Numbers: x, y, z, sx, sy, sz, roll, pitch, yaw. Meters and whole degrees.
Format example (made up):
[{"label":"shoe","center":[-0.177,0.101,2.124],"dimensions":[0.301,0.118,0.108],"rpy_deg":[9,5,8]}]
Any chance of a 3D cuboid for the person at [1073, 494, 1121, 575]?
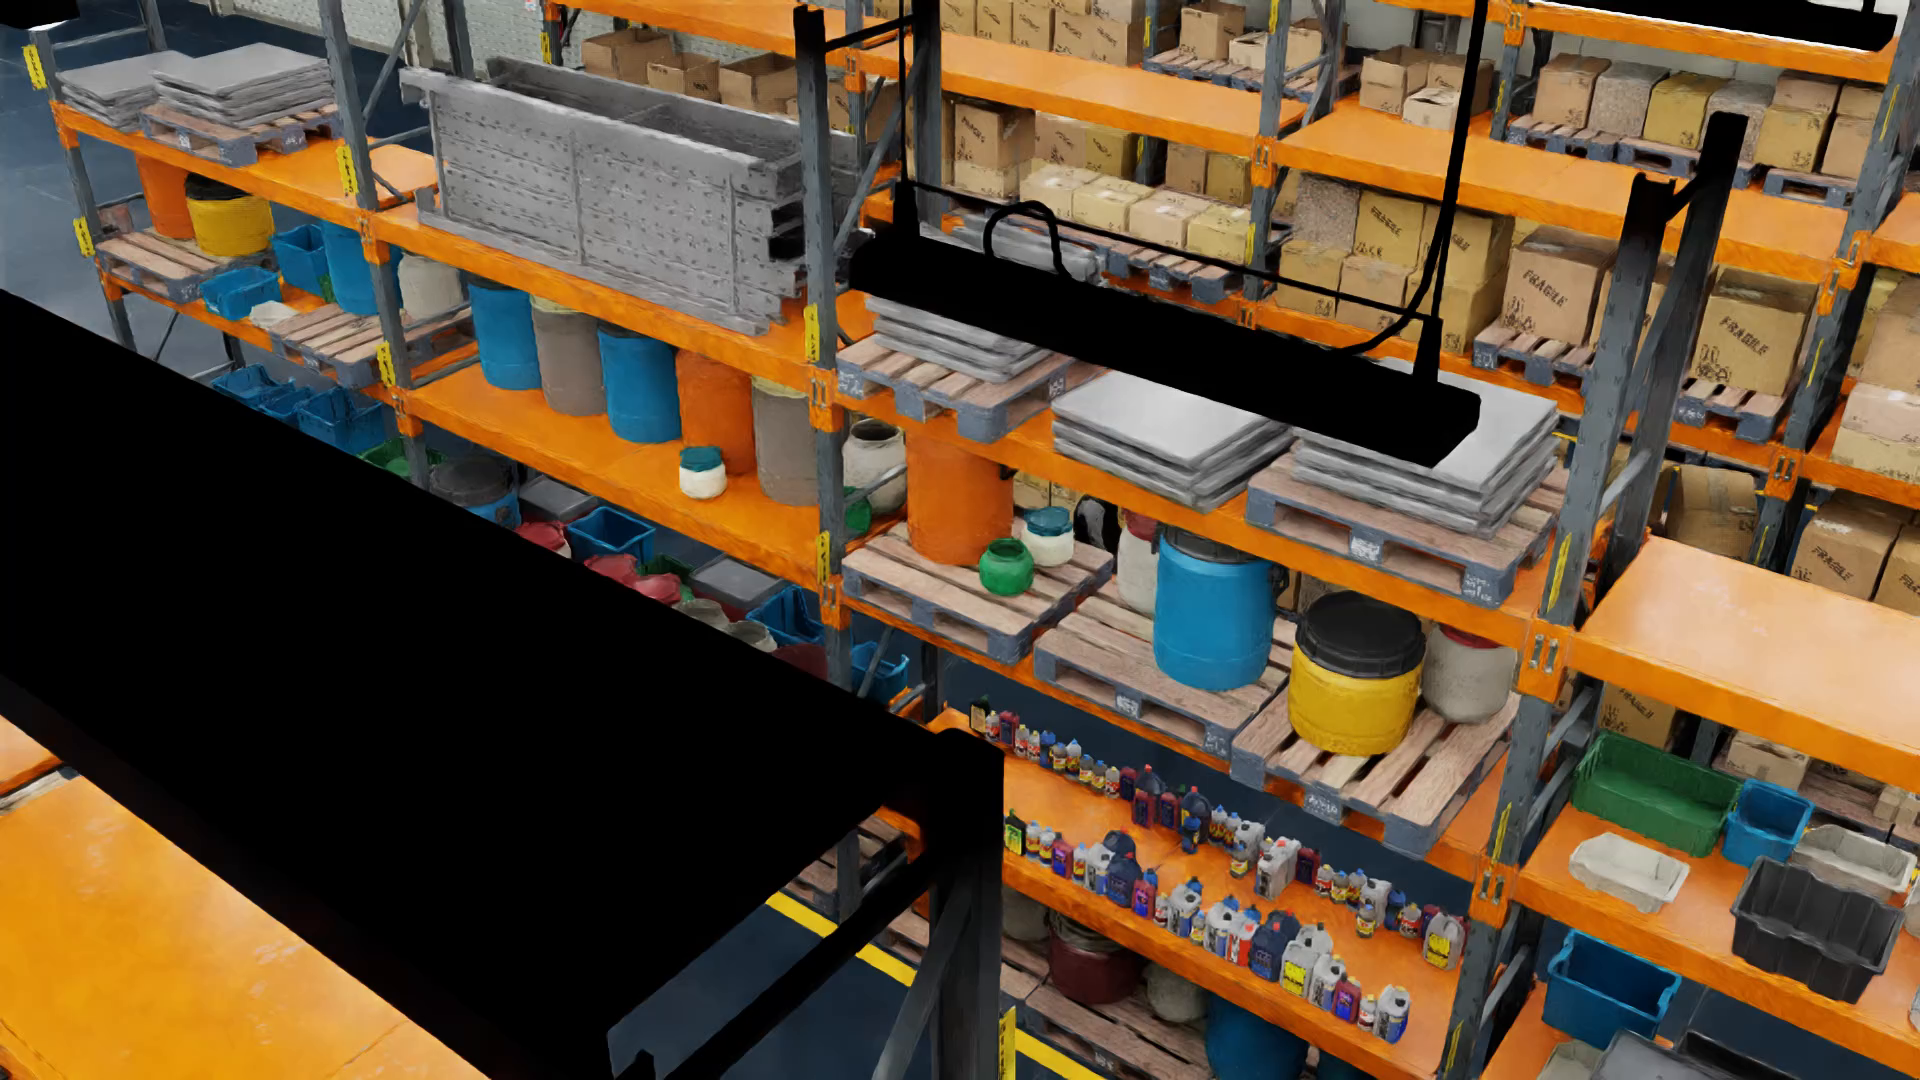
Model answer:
[{"label":"person","center":[1.091,0.067,13.557],"dimensions":[1.026,1.664,0.538],"rpy_deg":[16,35,25]}]
